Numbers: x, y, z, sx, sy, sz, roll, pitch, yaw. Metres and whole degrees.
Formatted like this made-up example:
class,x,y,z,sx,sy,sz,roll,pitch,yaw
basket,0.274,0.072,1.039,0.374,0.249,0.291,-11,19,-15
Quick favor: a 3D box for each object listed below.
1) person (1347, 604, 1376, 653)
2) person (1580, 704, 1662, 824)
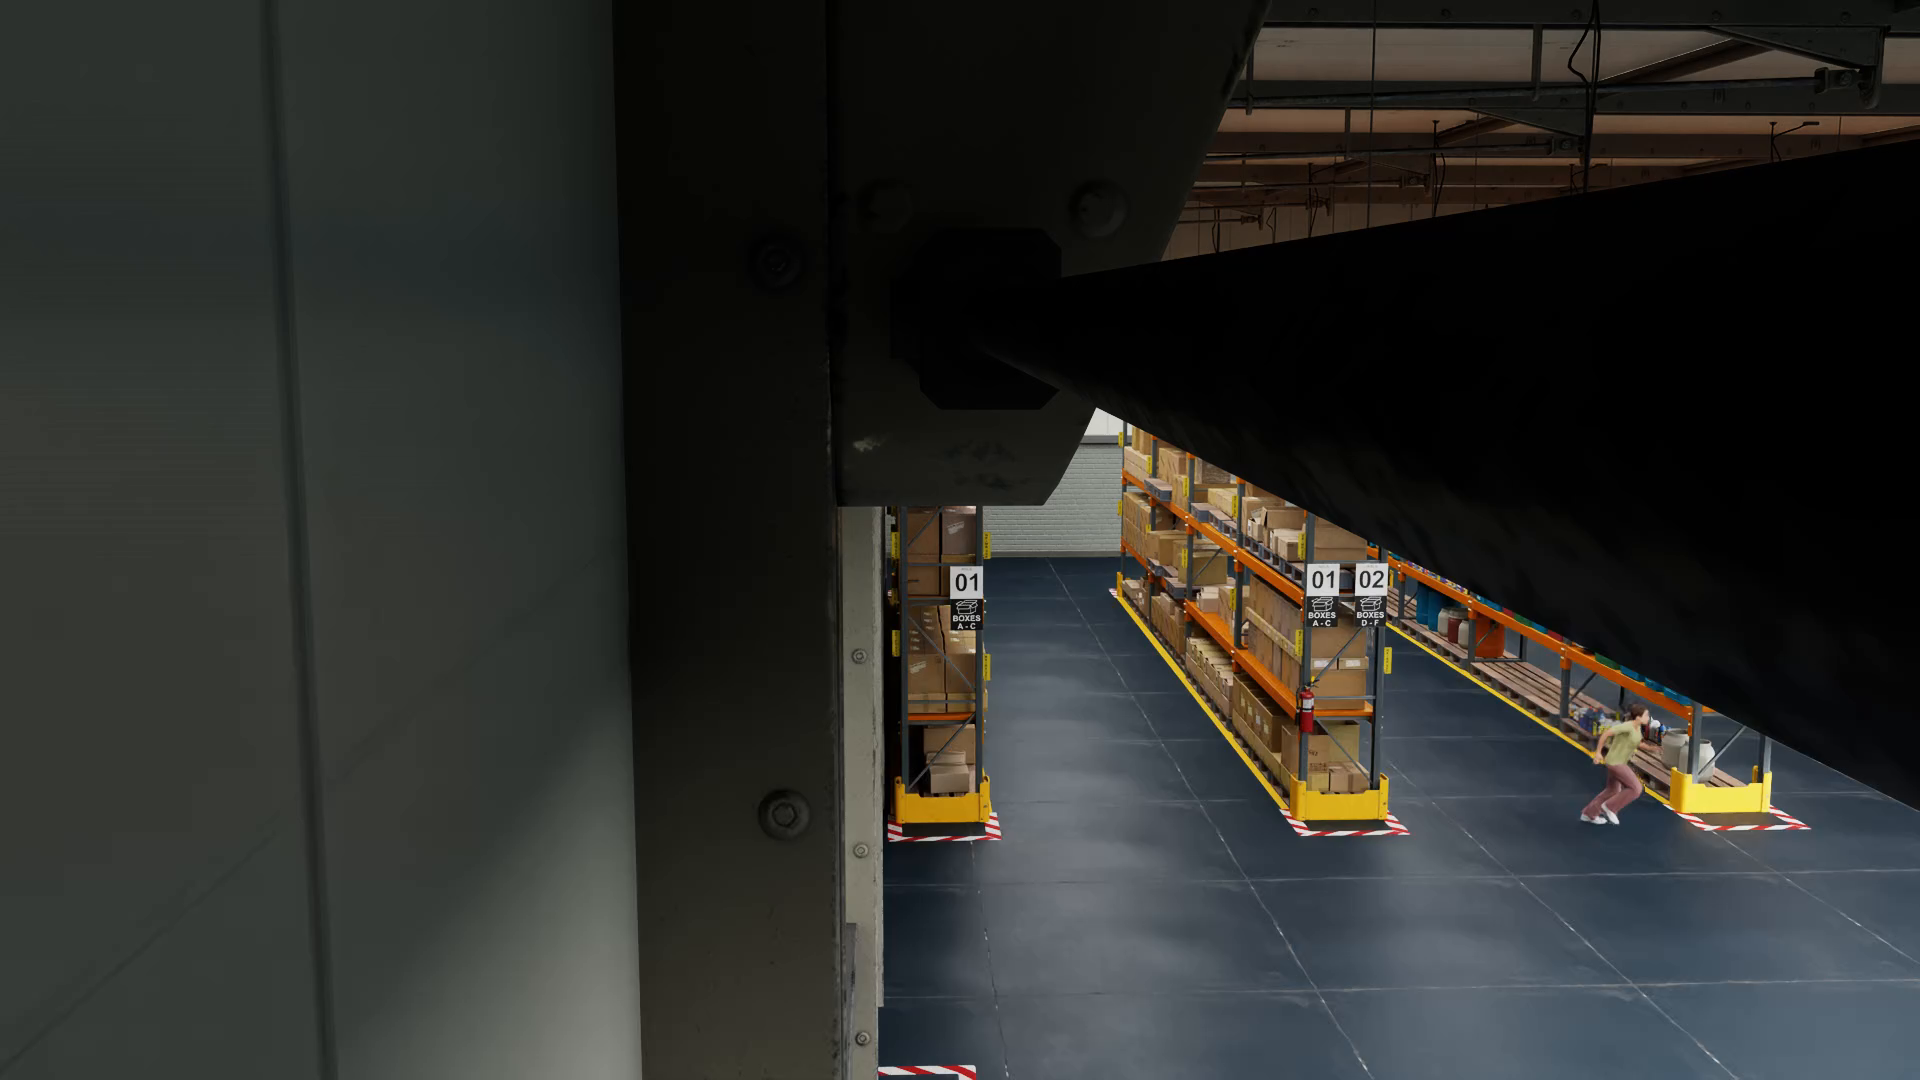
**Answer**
class,x,y,z,sx,sy,sz,roll,pitch,yaw
person,6.470,1.660,27.220,0.675,1.722,0.653,1,8,4
person,8.050,2.730,20.220,0.889,1.537,0.586,5,10,34
